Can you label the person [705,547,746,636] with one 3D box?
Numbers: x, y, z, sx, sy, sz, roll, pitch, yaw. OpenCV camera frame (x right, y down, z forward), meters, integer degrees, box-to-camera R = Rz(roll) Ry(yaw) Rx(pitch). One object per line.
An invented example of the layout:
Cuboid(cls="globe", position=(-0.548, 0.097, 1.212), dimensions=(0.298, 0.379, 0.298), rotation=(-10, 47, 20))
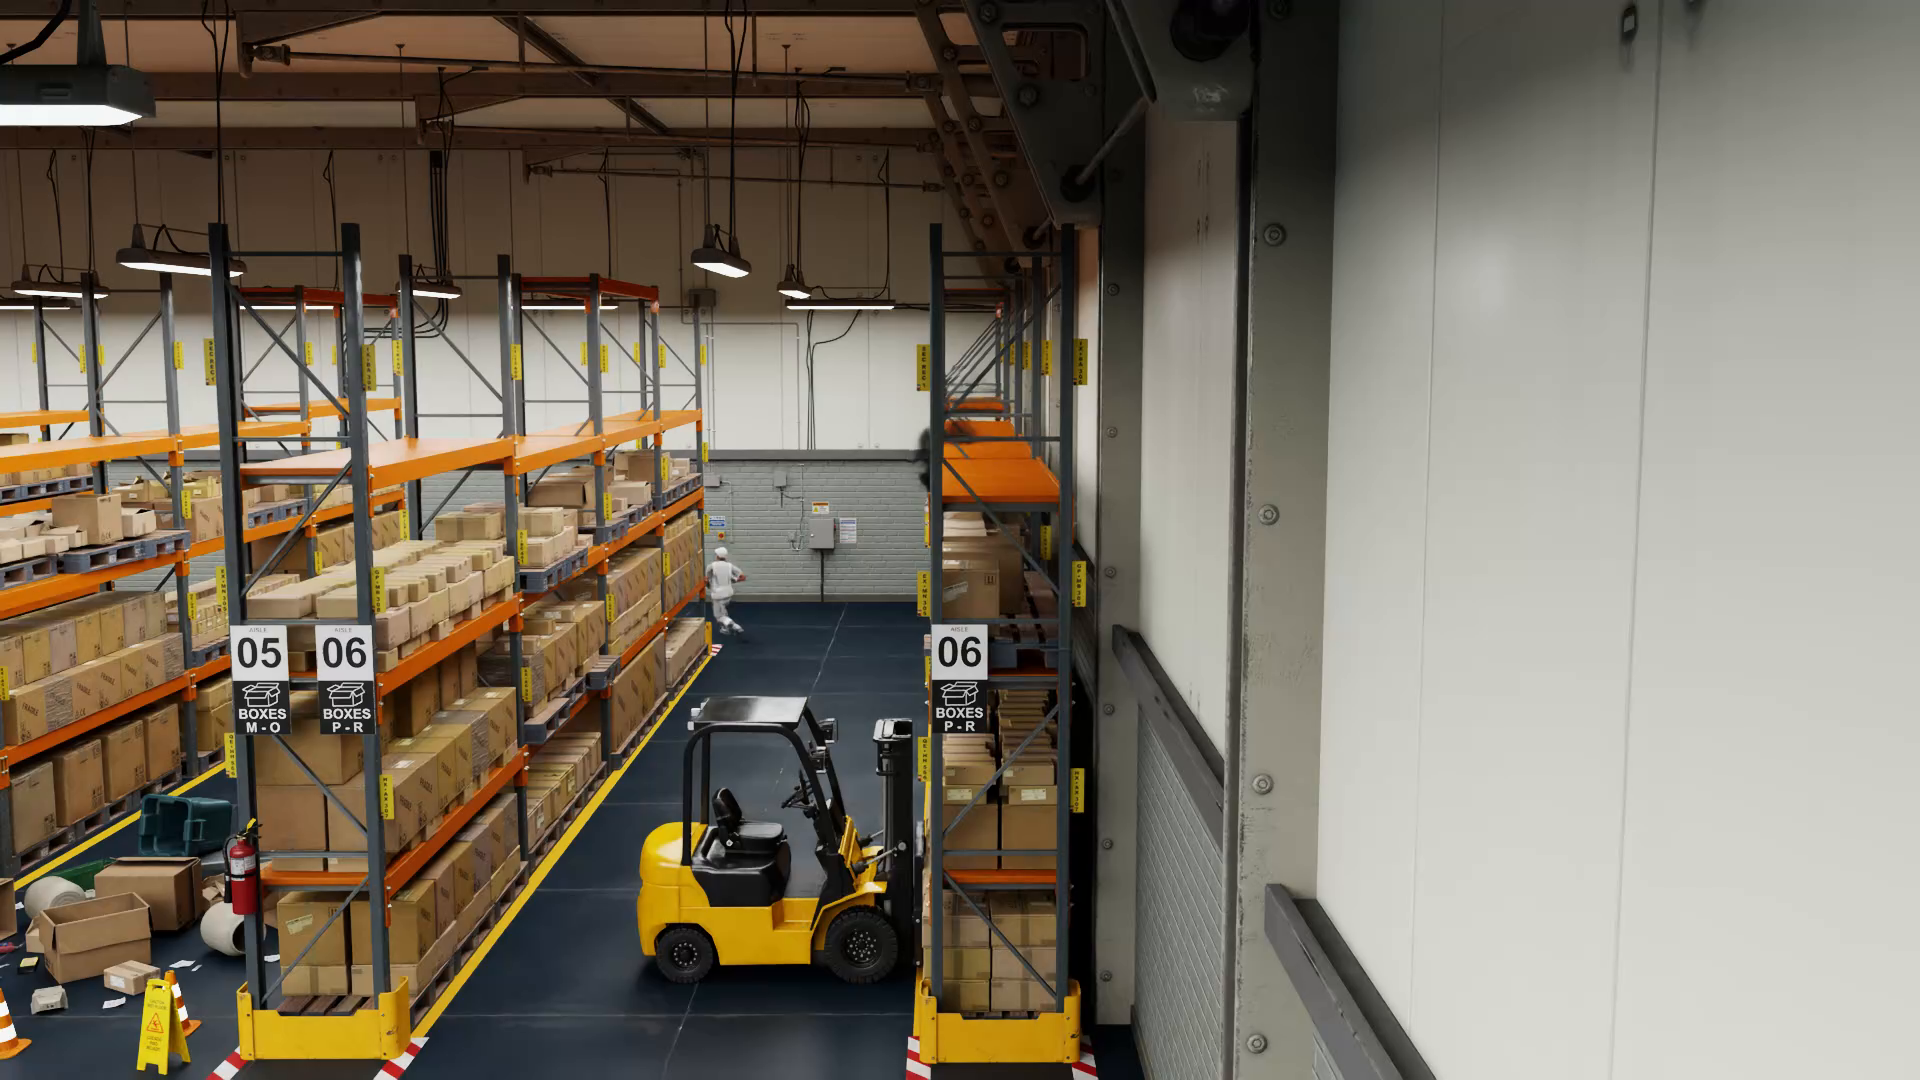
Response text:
Cuboid(cls="person", position=(-4.203, 0.932, 29.350), dimensions=(0.725, 1.626, 0.999), rotation=(-6, 9, -42))
